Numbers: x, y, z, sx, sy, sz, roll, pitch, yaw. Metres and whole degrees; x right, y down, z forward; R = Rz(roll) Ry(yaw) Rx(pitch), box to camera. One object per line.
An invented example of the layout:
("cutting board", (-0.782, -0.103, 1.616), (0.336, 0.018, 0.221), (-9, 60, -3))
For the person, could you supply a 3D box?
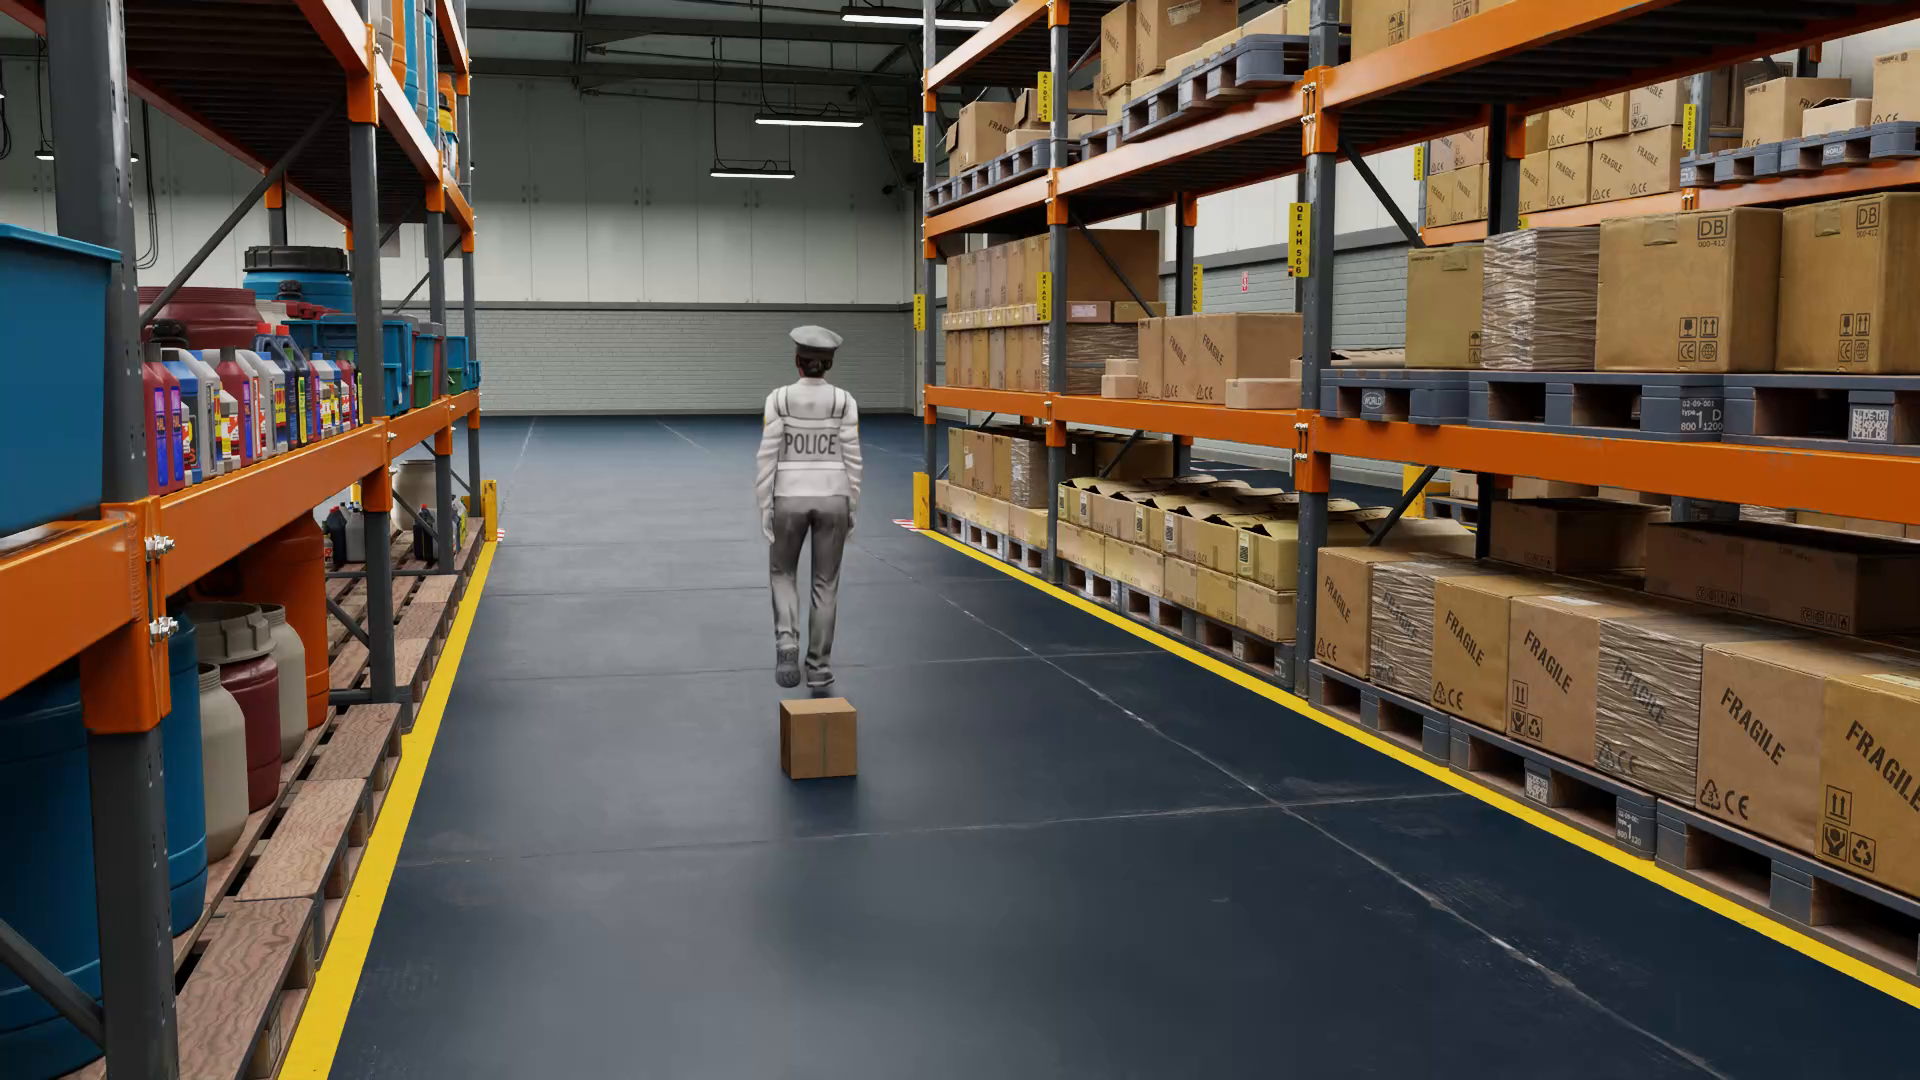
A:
("person", (-0.697, -0.150, 7.735), (0.492, 1.687, 0.424), (0, 6, -3))
